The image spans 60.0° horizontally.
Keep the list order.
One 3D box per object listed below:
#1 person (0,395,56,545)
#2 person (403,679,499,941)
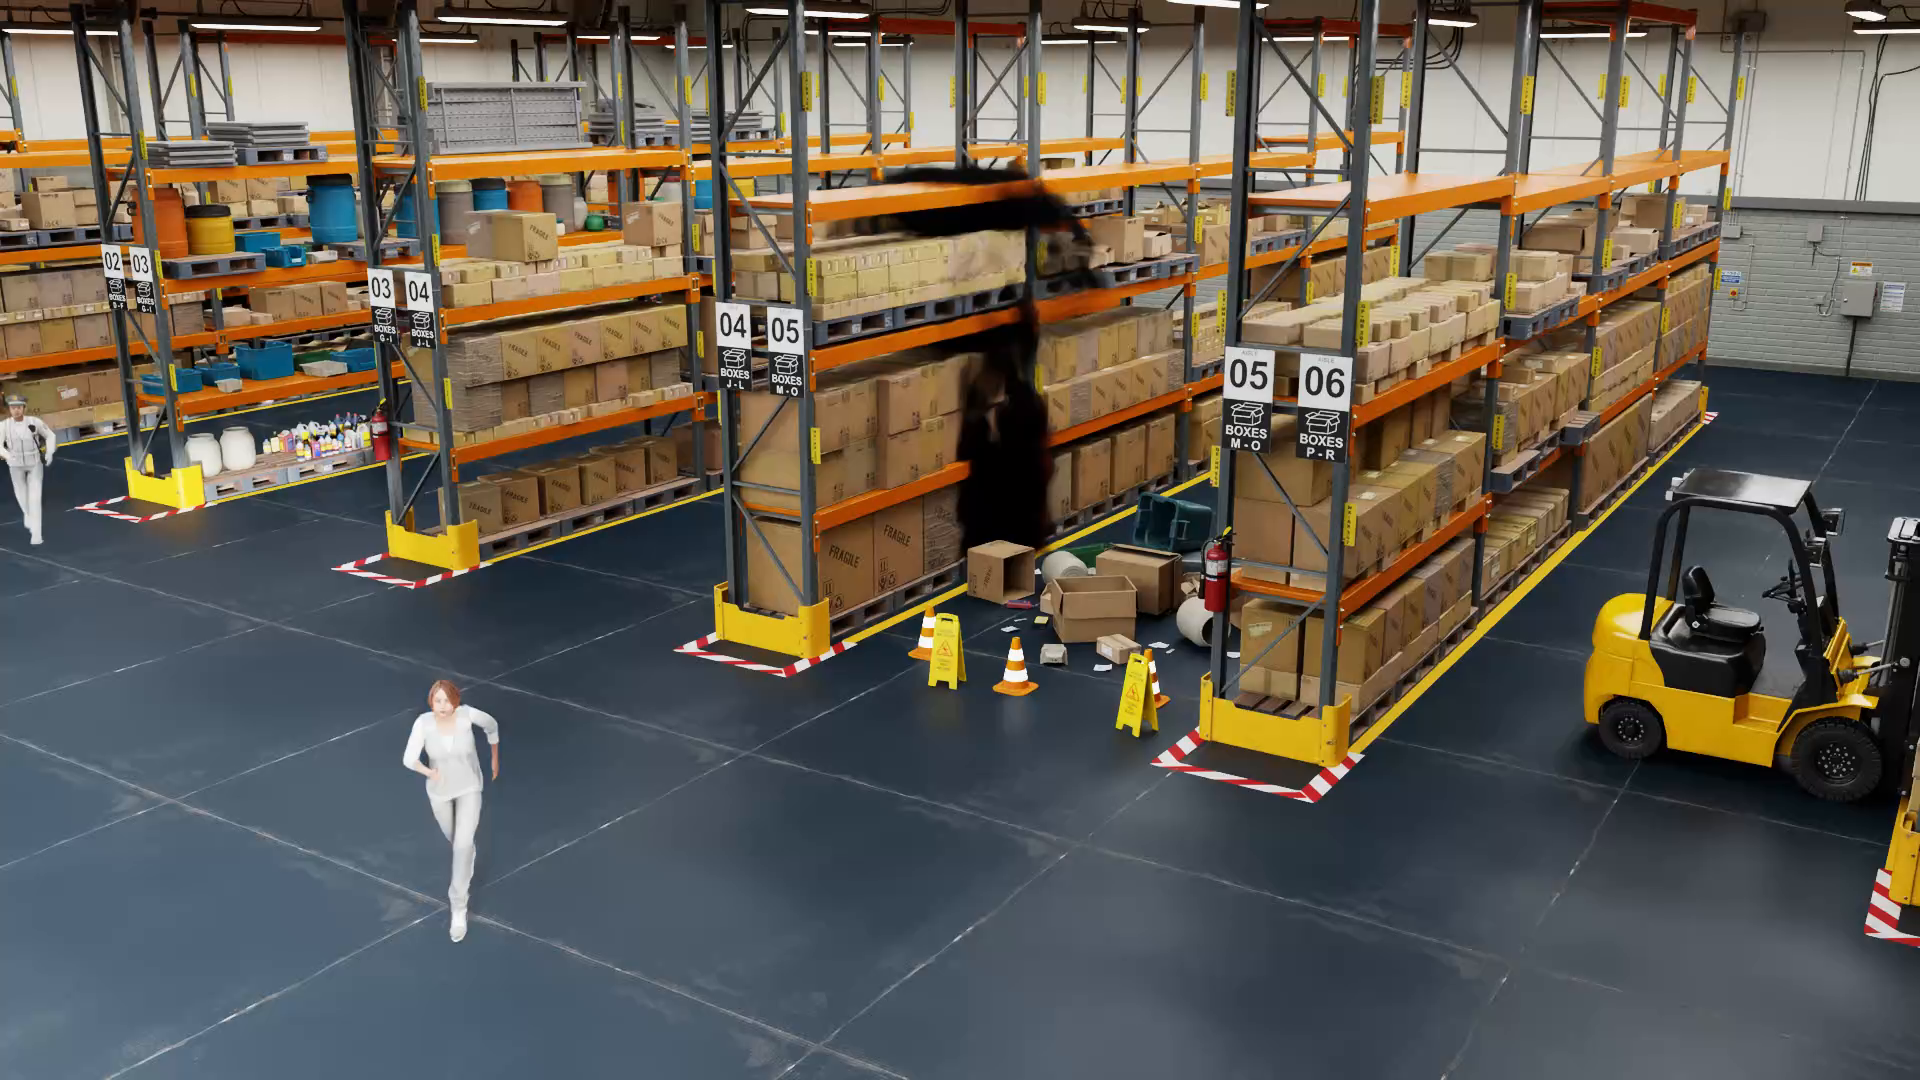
[{"bbox_3d":[-10.743,-0.850,19.164,0.641,1.709,0.789,-7,17,-23],"label":"person"},{"bbox_3d":[-3.186,1.601,10.504,0.562,1.621,0.872,-3,16,-11],"label":"person"}]
